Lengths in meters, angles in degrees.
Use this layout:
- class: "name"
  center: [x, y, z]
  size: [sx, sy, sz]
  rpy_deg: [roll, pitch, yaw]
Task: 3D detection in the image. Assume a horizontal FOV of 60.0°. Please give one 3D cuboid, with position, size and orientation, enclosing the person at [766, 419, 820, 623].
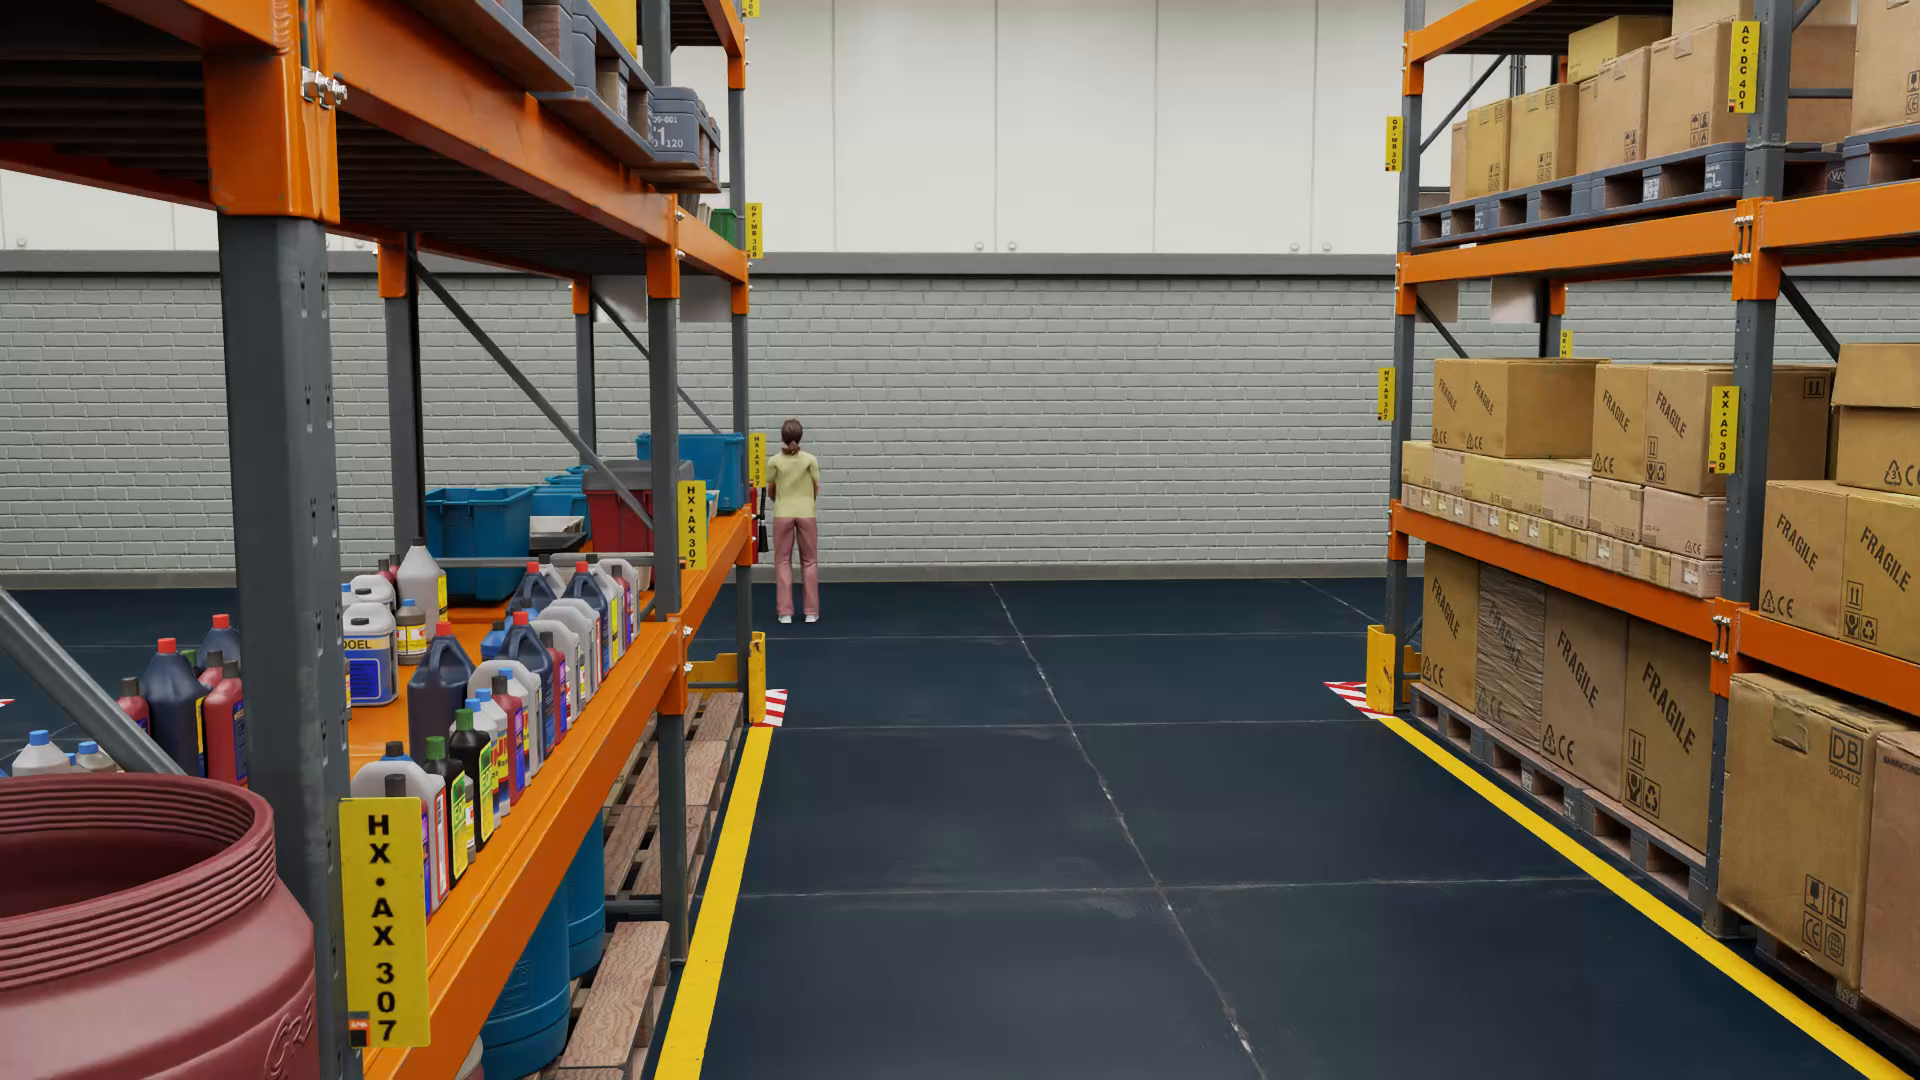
- class: "person"
  center: [-1.363, -0.145, 13.578]
  size: [0.435, 1.641, 0.531]
  rpy_deg: [-1, 7, -7]
